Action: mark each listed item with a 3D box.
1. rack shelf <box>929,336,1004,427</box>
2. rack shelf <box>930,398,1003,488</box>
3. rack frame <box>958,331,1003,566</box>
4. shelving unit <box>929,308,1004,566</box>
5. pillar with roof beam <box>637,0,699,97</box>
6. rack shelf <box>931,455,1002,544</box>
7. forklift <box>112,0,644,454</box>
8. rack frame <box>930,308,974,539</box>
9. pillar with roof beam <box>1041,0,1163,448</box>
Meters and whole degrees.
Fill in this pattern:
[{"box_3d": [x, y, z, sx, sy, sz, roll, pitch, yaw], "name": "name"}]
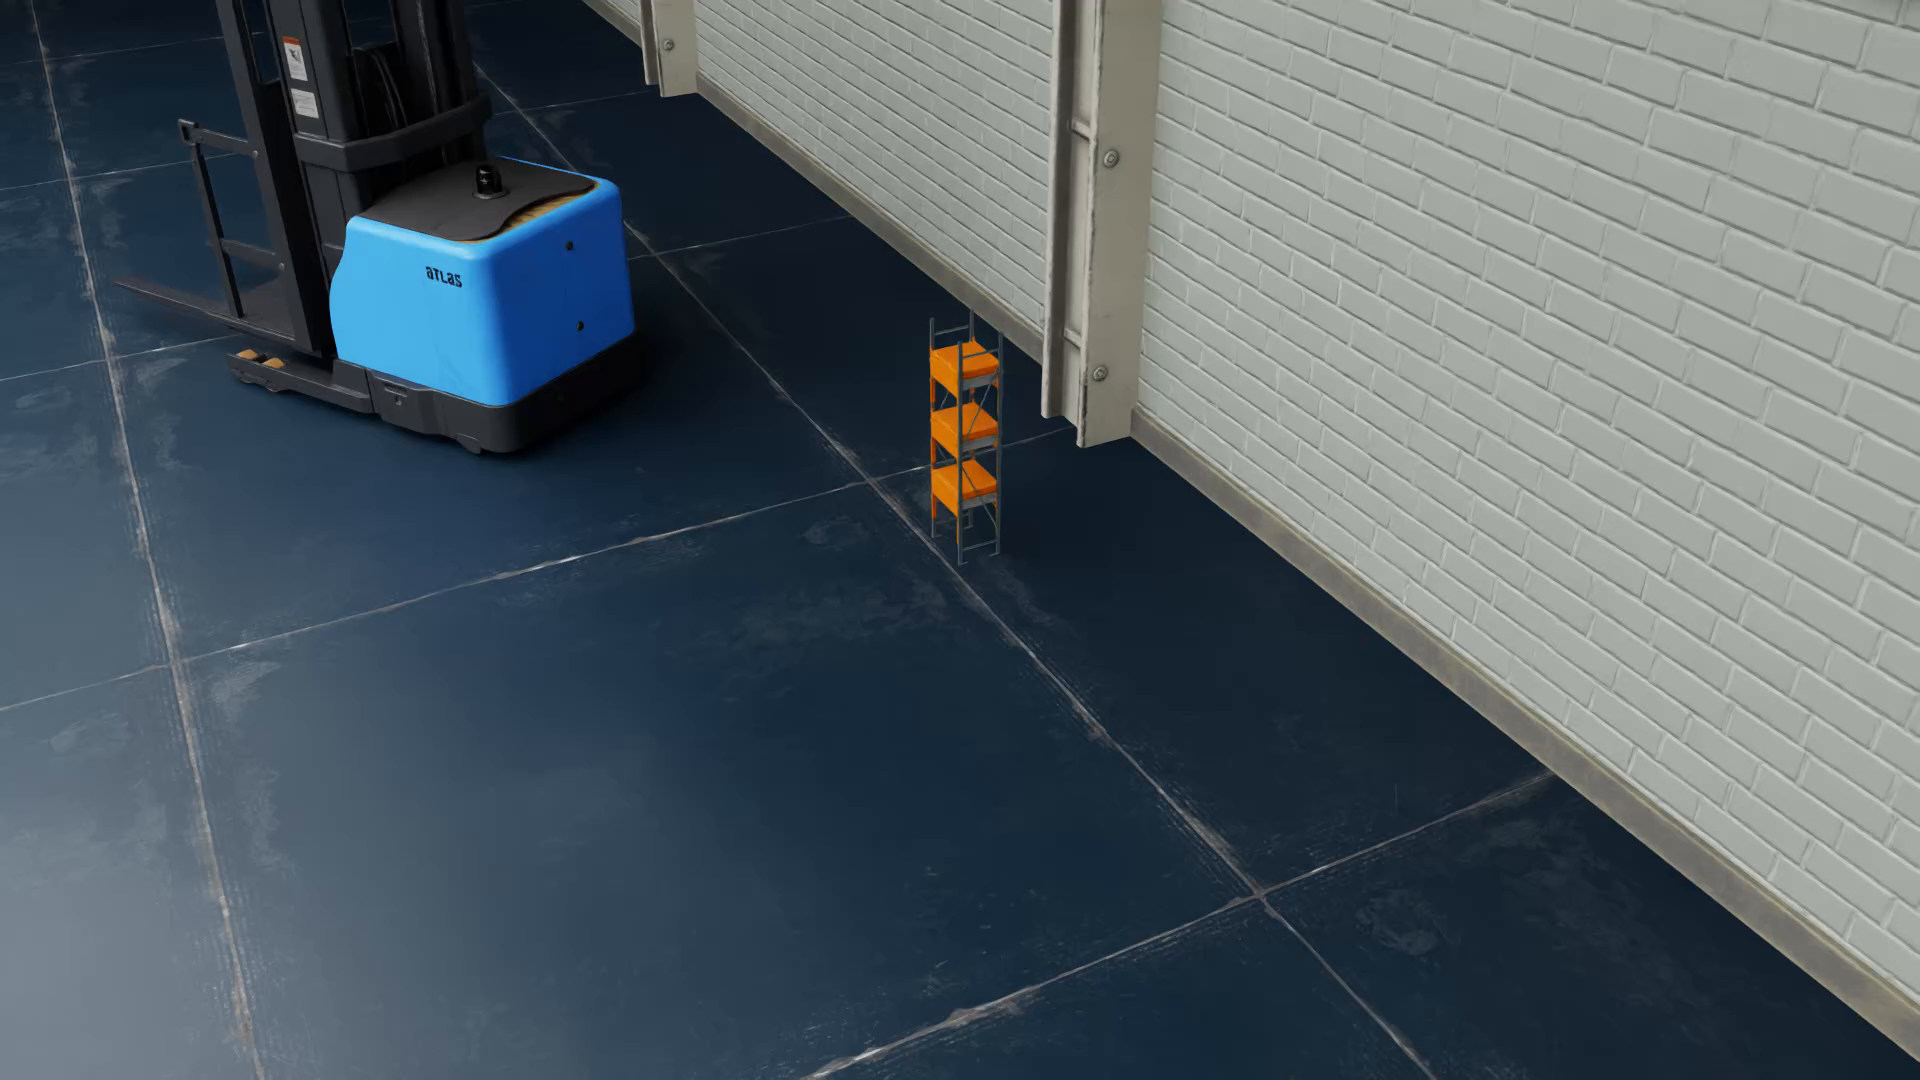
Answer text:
[{"box_3d": [0.025, -0.647, 6.780, 0.215, 0.259, 0.240, -16, 36, -23], "name": "rack shelf"}, {"box_3d": [0.025, -0.408, 6.933, 0.215, 0.259, 0.240, -16, 36, -23], "name": "rack shelf"}, {"box_3d": [0.082, -0.358, 6.836, 0.200, 1.050, 0.008, -16, 36, -23], "name": "rack frame"}, {"box_3d": [0.025, -0.417, 6.927, 0.215, 1.050, 0.252, -16, 36, -23], "name": "shelving unit"}, {"box_3d": [-5.981, -6.139, 8.490, 9.100, 9.000, 0.400, -16, 36, -23], "name": "pillar with roof beam"}, {"box_3d": [0.025, -0.174, 7.083, 0.215, 0.259, 0.240, -16, 36, -23], "name": "rack shelf"}, {"box_3d": [-3.142, -2.211, 7.984, 3.031, 2.935, 1.130, 17, 36, 25], "name": "forklift"}, {"box_3d": [-0.032, -0.475, 7.018, 0.200, 1.050, 0.008, -16, 36, -23], "name": "rack frame"}, {"box_3d": [-3.183, -3.275, 4.021, 9.100, 9.000, 0.400, -16, 36, -23], "name": "pillar with roof beam"}]
